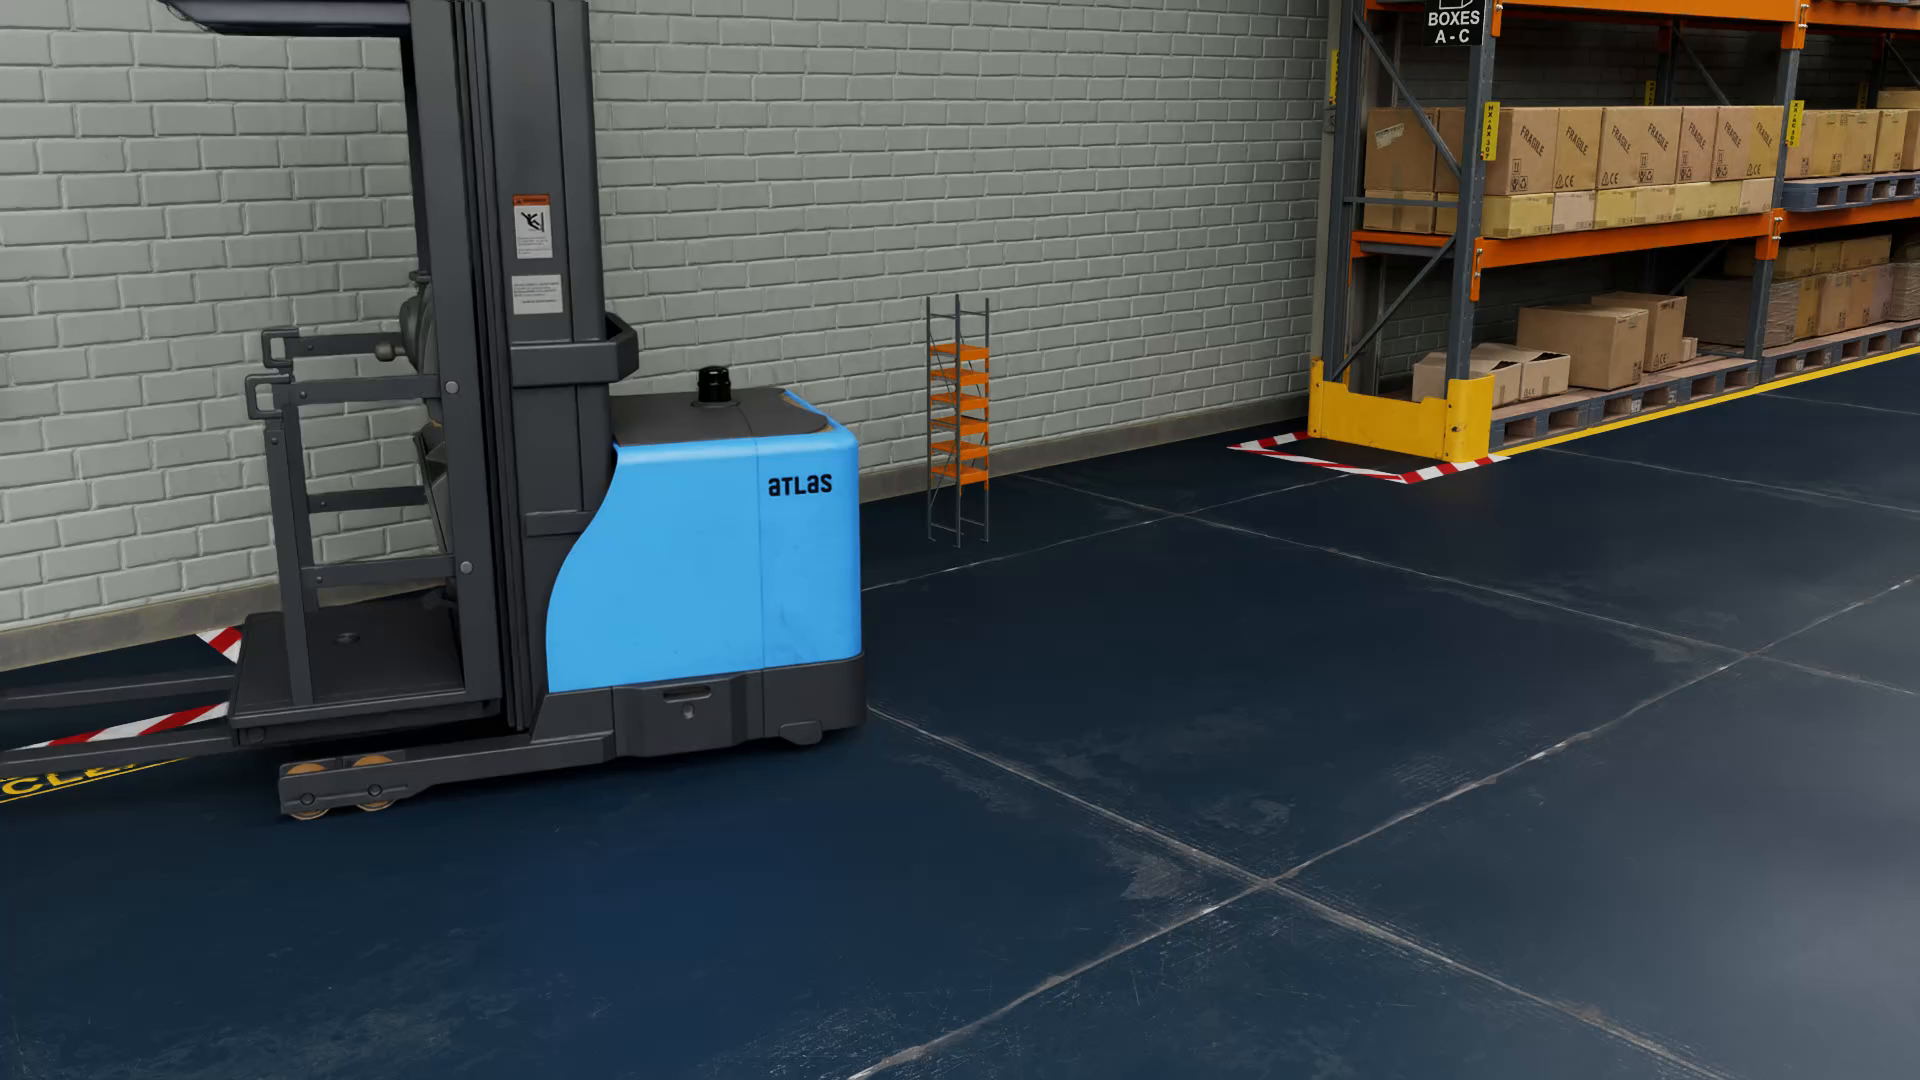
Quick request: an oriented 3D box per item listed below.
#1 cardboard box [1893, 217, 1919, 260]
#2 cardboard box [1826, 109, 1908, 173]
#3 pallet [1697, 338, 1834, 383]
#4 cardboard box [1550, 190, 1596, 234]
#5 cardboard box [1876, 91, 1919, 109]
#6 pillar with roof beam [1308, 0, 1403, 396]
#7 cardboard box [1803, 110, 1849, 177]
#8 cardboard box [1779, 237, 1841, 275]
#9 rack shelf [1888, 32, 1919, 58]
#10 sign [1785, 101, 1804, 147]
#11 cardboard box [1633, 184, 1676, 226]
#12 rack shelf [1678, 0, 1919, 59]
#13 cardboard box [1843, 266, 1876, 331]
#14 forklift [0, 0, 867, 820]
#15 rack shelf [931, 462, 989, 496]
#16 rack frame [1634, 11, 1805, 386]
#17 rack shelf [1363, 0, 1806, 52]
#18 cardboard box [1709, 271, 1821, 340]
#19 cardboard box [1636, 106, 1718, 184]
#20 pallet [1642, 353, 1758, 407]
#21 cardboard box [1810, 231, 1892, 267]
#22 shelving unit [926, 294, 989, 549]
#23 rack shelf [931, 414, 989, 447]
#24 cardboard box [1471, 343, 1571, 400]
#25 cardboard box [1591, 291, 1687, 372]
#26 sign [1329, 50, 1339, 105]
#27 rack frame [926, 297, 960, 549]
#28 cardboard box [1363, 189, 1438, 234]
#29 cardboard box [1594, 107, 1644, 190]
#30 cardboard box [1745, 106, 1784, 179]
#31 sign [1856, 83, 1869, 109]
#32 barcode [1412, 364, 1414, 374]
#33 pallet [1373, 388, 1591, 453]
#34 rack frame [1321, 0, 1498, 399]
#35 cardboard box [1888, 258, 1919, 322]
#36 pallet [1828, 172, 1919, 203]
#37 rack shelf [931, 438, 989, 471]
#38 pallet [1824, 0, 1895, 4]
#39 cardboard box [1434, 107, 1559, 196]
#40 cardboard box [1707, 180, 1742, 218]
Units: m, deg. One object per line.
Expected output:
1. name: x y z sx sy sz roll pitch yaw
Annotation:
1. cardboard box: 9.360 -2.653 15.721 0.750 0.750 0.750 -13 20 -40
2. cardboard box: 7.446 -3.354 13.946 0.500 0.500 0.700 -13 19 -39
3. pallet: 6.288 -1.497 13.445 1.213 0.211 1.003 -13 19 -39
4. cardboard box: 3.643 -2.083 10.488 0.500 0.250 0.500 -13 20 -41
5. cardboard box: 8.246 -3.842 14.518 0.380 0.149 0.250 12 19 38
6. pillar with roof beam: 5.470 -4.382 7.216 0.400 9.000 9.100 -13 19 -39
7. cardboard box: 6.534 -3.146 13.168 0.500 0.500 0.700 -10 18 -34
8. cardboard box: 6.966 -2.371 13.853 0.500 0.250 0.500 -13 20 -41
9. rack shelf: 10.228 -4.830 16.101 4.000 0.370 1.077 -13 19 -39
10. sign: 6.064 -3.026 12.088 0.005 0.325 0.100 -13 19 -39
11. cardboard box: 4.414 -2.254 11.126 0.500 0.250 0.500 -12 19 -39
12. rack shelf: 7.210 -4.152 13.565 4.000 0.370 1.077 -13 19 -39
13. cardboard box: 7.389 -2.108 14.321 0.500 0.500 0.700 -13 20 -40
14. forklift: -1.893 -0.718 5.258 3.031 2.935 1.130 -5 16 -19
15. rack shelf: -0.011 -0.302 8.159 0.180 0.103 0.258 -13 19 -39
16. rack frame: 5.702 -2.712 12.591 0.127 3.000 1.000 -13 19 -39
17. rack shelf: 4.193 -3.475 11.028 4.000 0.370 1.077 -13 19 -39
18. cardboard box: 6.603 -1.942 13.700 0.500 0.500 0.700 -13 20 -40
19. cardboard box: 4.788 -2.702 11.353 0.500 0.500 0.500 -13 20 -41
20. pallet: 5.218 -1.244 12.499 1.213 0.211 1.003 -13 19 -39
21. cardboard box: 7.739 -2.540 14.486 0.500 0.250 0.500 -12 19 -38
22. shelving unit: -0.011 -0.577 8.086 0.189 1.200 0.258 -13 19 -39
23. rack shelf: -0.011 -0.534 8.097 0.180 0.103 0.258 -13 19 -39
24. cardboard box: 3.695 -1.144 11.079 0.500 0.311 0.500 -11 18 -35
25. cardboard box: 4.945 -1.533 12.169 0.500 0.500 0.500 14 21 43
26. sign: 2.335 -2.858 10.281 0.005 0.325 0.100 -13 19 -39
27. rack frame: -0.080 -0.562 8.028 0.006 1.200 0.240 -13 19 -39
28. cardboard box: 2.910 -2.089 10.508 0.500 0.250 0.500 -12 19 -39
29. cardboard box: 4.015 -2.524 10.687 0.500 0.500 0.500 -13 20 -41
30. cardboard box: 5.548 -2.871 11.985 0.500 0.500 0.500 -13 20 -39
31. sign: 8.352 -4.056 15.380 0.005 0.325 0.100 -13 19 -39
32. barcode: 3.016 -1.133 11.019 0.075 0.075 0.001 -13 19 -39
33. pallet: 3.378 -0.831 10.951 1.213 0.211 1.003 -13 19 -39
34. rack frame: 2.684 -2.034 10.054 0.127 3.000 1.000 -13 19 -39
35. cardboard box: 8.210 -2.262 14.898 0.500 0.500 0.700 -12 19 -39
36. pallet: 7.253 -2.954 13.867 1.213 0.211 1.003 -13 19 -39
37. rack shelf: -0.011 -0.418 8.128 0.180 0.103 0.258 -13 19 -39
38. pallet: 6.237 -4.154 12.542 1.003 0.211 1.213 -13 19 -39
39. cardboard box: 3.242 -2.356 10.057 0.500 0.500 0.500 -13 19 -39
40. cardboard box: 5.162 -2.427 11.776 0.500 0.250 0.500 -13 19 -39
